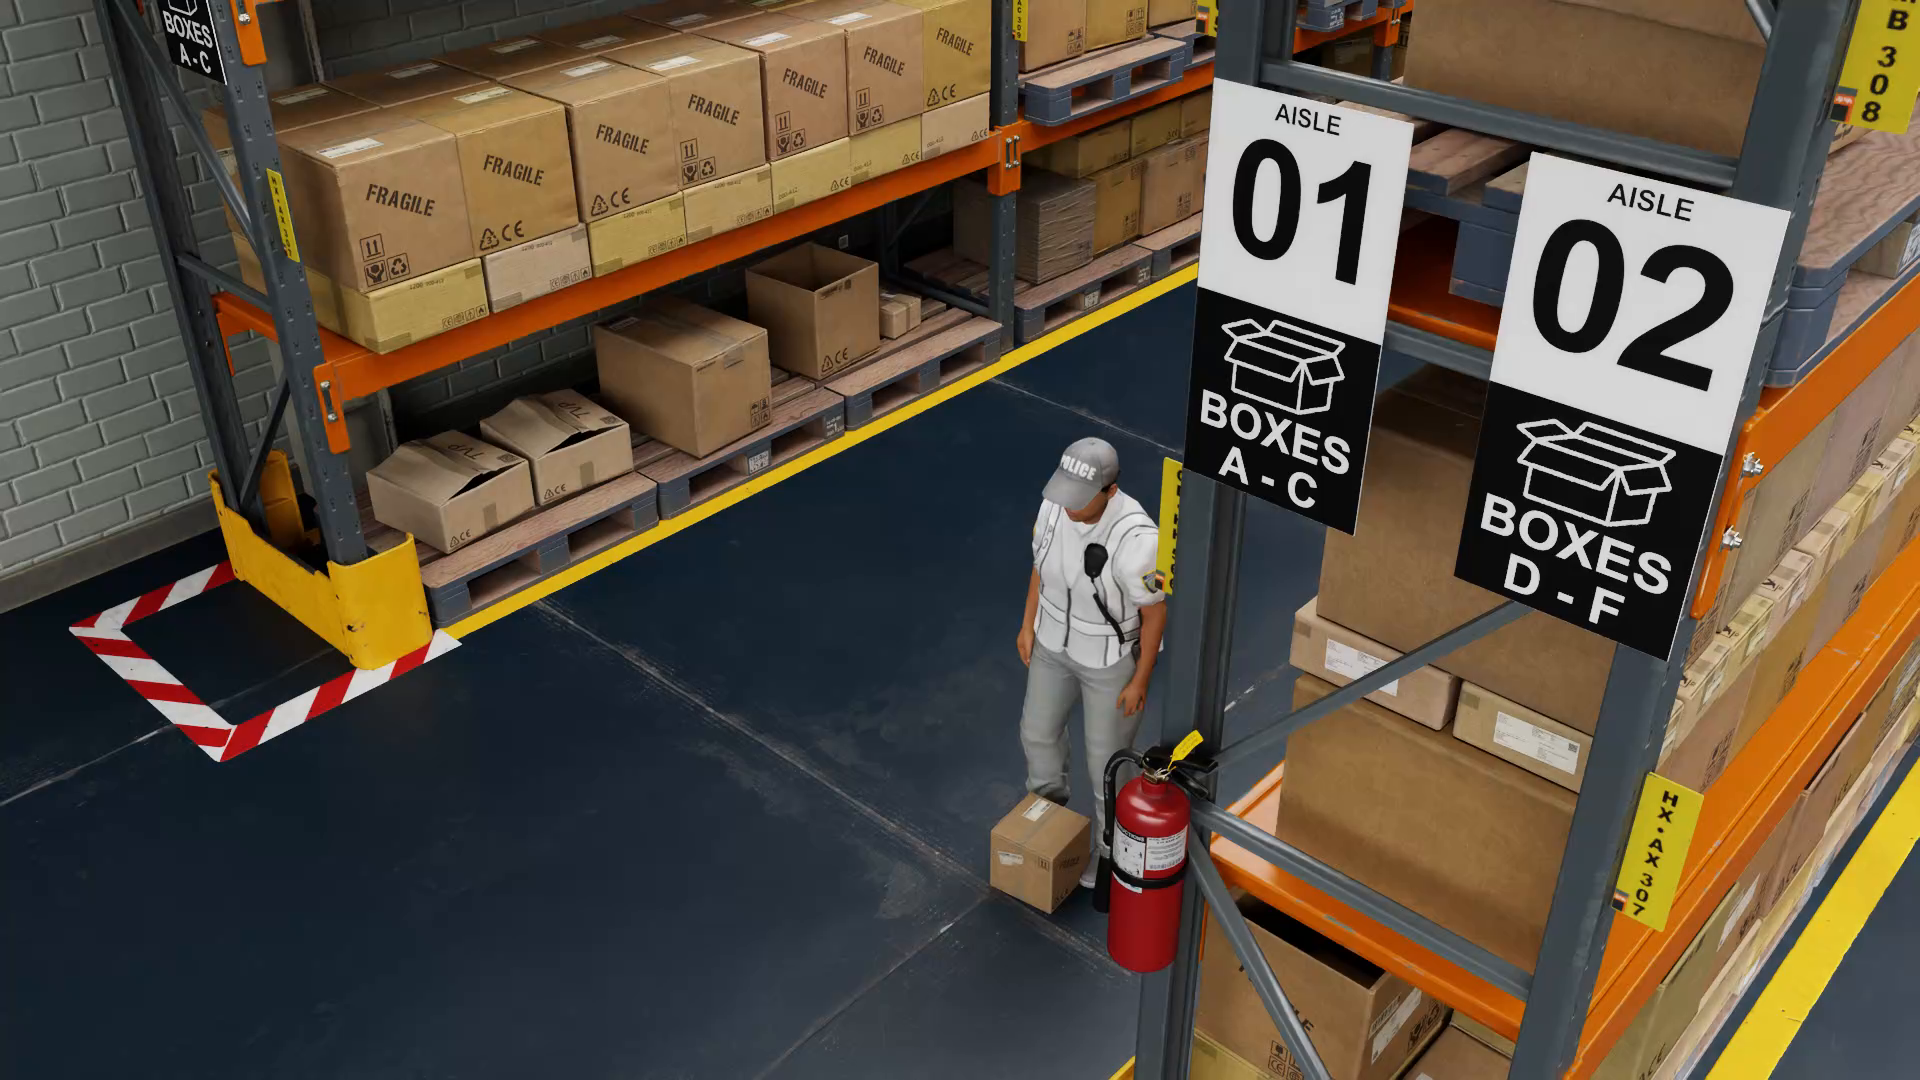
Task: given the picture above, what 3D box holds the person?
[{"bbox_3d":[0.411,0.381,5.506,0.539,1.666,0.465,25,39,34],"label":"person"}]
